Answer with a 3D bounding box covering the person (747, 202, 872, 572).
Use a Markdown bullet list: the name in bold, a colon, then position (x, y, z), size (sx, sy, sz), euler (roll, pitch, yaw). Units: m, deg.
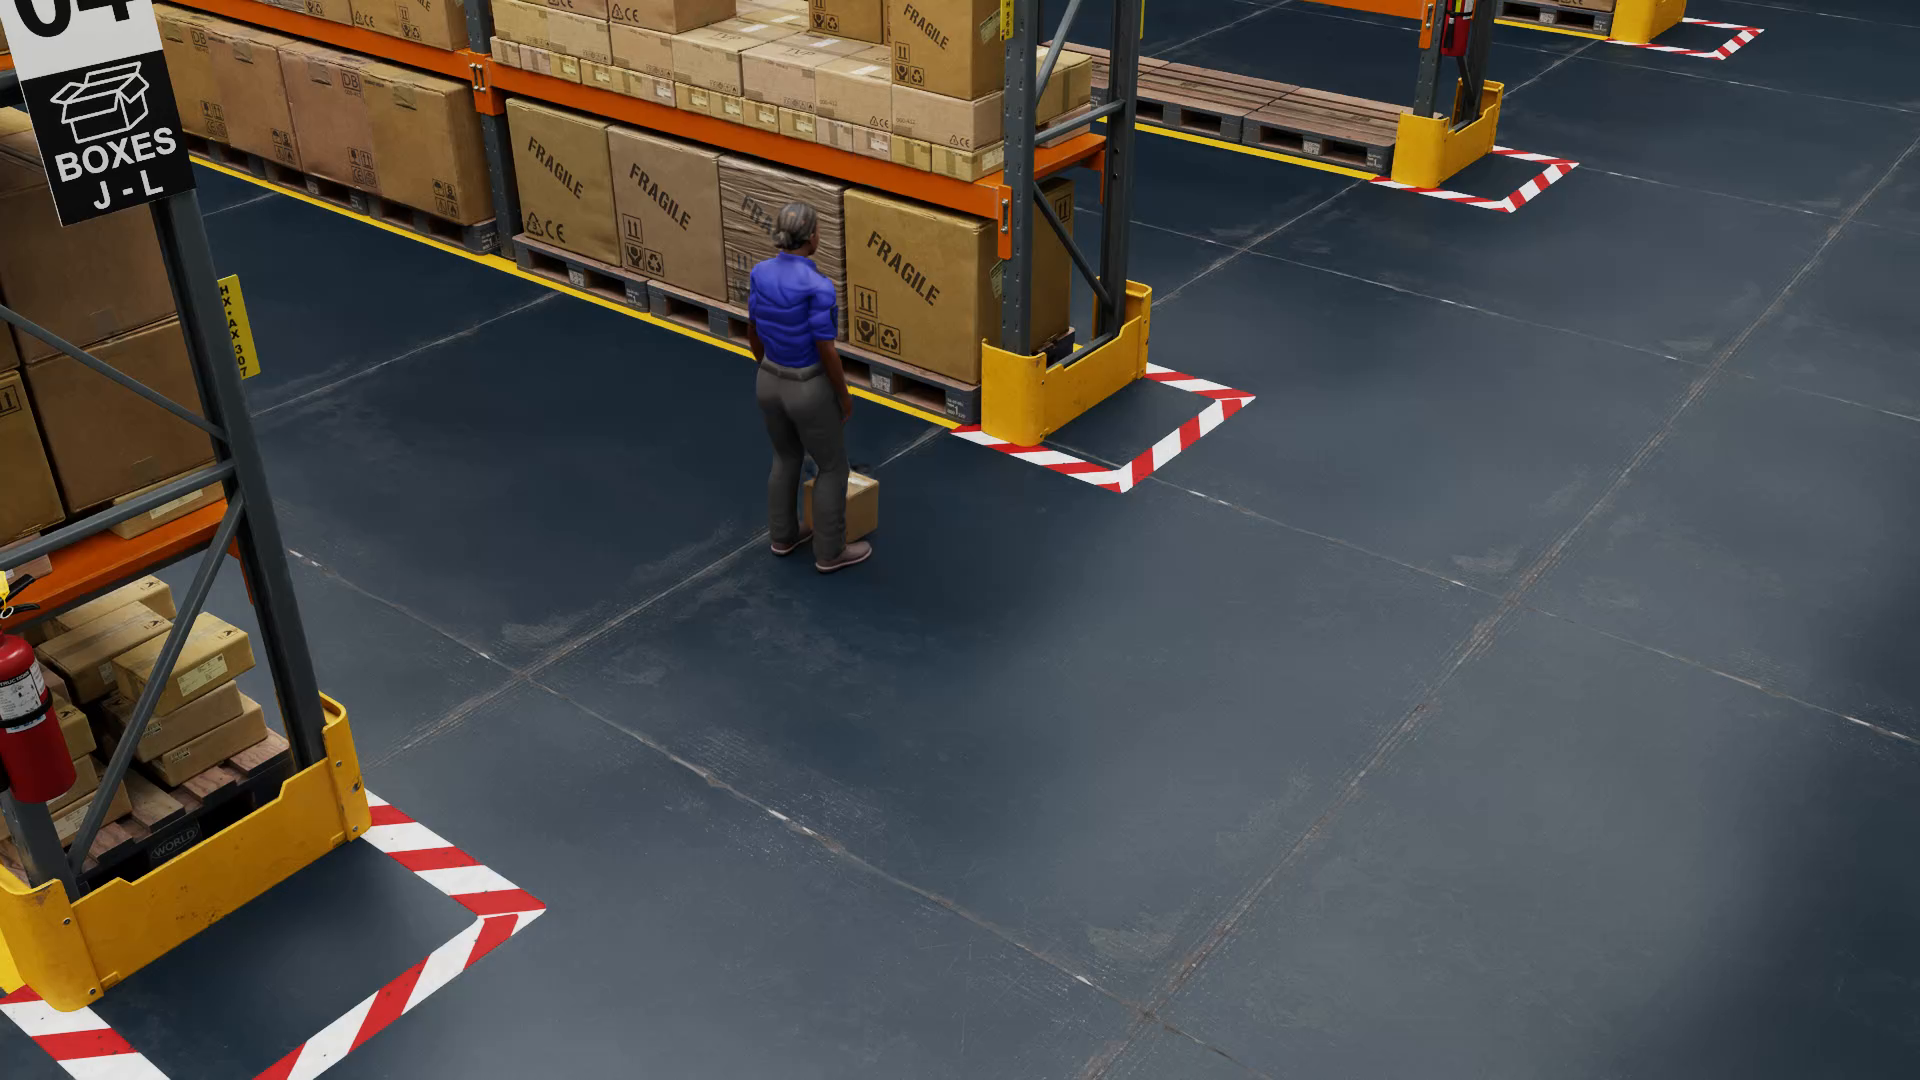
- **person**: position (-0.682, -0.650, 7.216), size (0.503, 1.656, 0.343), euler (20, 36, 30)
